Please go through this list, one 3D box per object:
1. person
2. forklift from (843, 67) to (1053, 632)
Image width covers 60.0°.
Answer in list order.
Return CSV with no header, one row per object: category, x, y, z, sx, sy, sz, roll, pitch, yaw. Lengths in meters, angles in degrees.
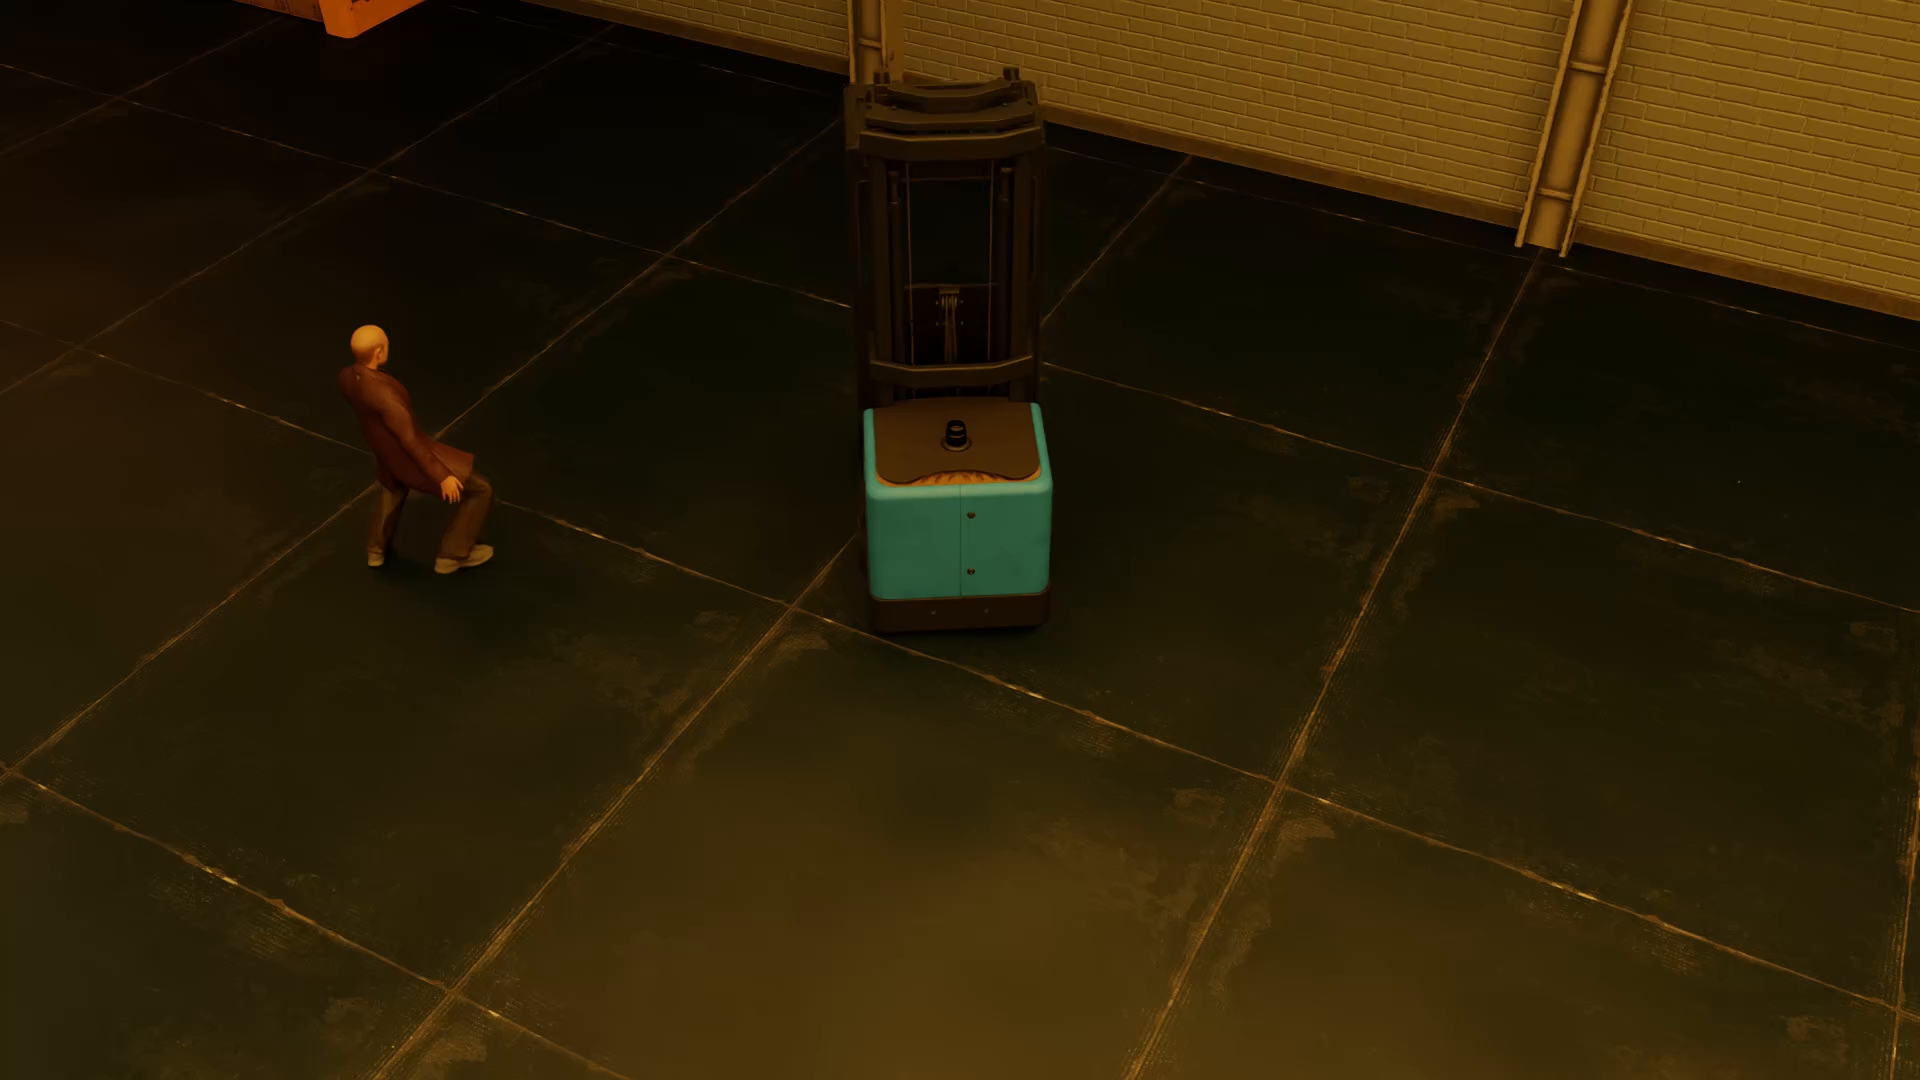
person,-3.212,-0.521,9.622,0.666,1.656,0.987,-32,50,-32
forklift,-0.092,-1.530,9.803,1.130,2.935,3.031,-2,40,-3
